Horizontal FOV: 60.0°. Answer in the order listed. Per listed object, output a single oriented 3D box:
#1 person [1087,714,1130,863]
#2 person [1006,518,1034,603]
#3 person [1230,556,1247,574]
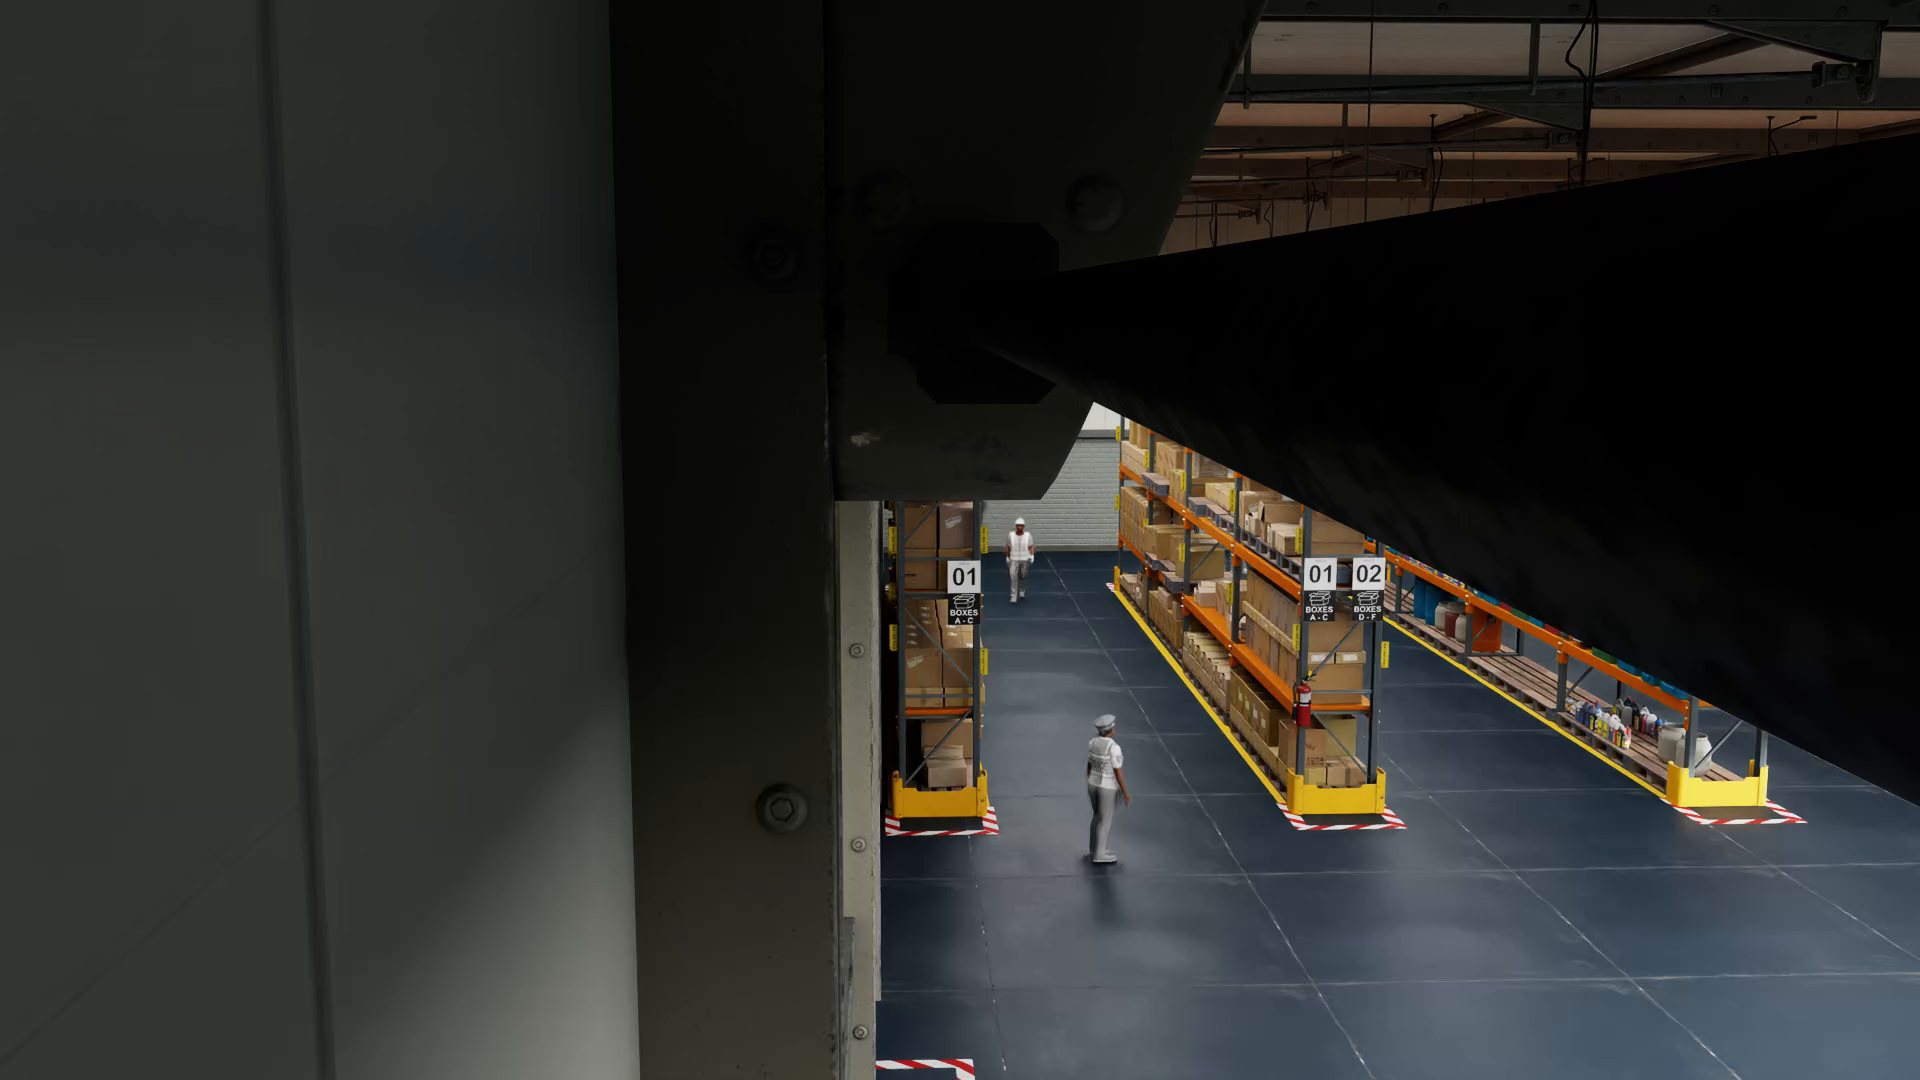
[{"bbox_3d":[1.680,2.832,18.837,0.428,1.712,0.565,-6,10,-36],"label":"person"},{"bbox_3d":[1.264,0.409,34.979,0.598,1.721,1.050,0,8,1],"label":"person"},{"bbox_3d":[6.501,-0.012,38.680,0.420,1.599,0.326,-2,9,-15],"label":"person"}]
